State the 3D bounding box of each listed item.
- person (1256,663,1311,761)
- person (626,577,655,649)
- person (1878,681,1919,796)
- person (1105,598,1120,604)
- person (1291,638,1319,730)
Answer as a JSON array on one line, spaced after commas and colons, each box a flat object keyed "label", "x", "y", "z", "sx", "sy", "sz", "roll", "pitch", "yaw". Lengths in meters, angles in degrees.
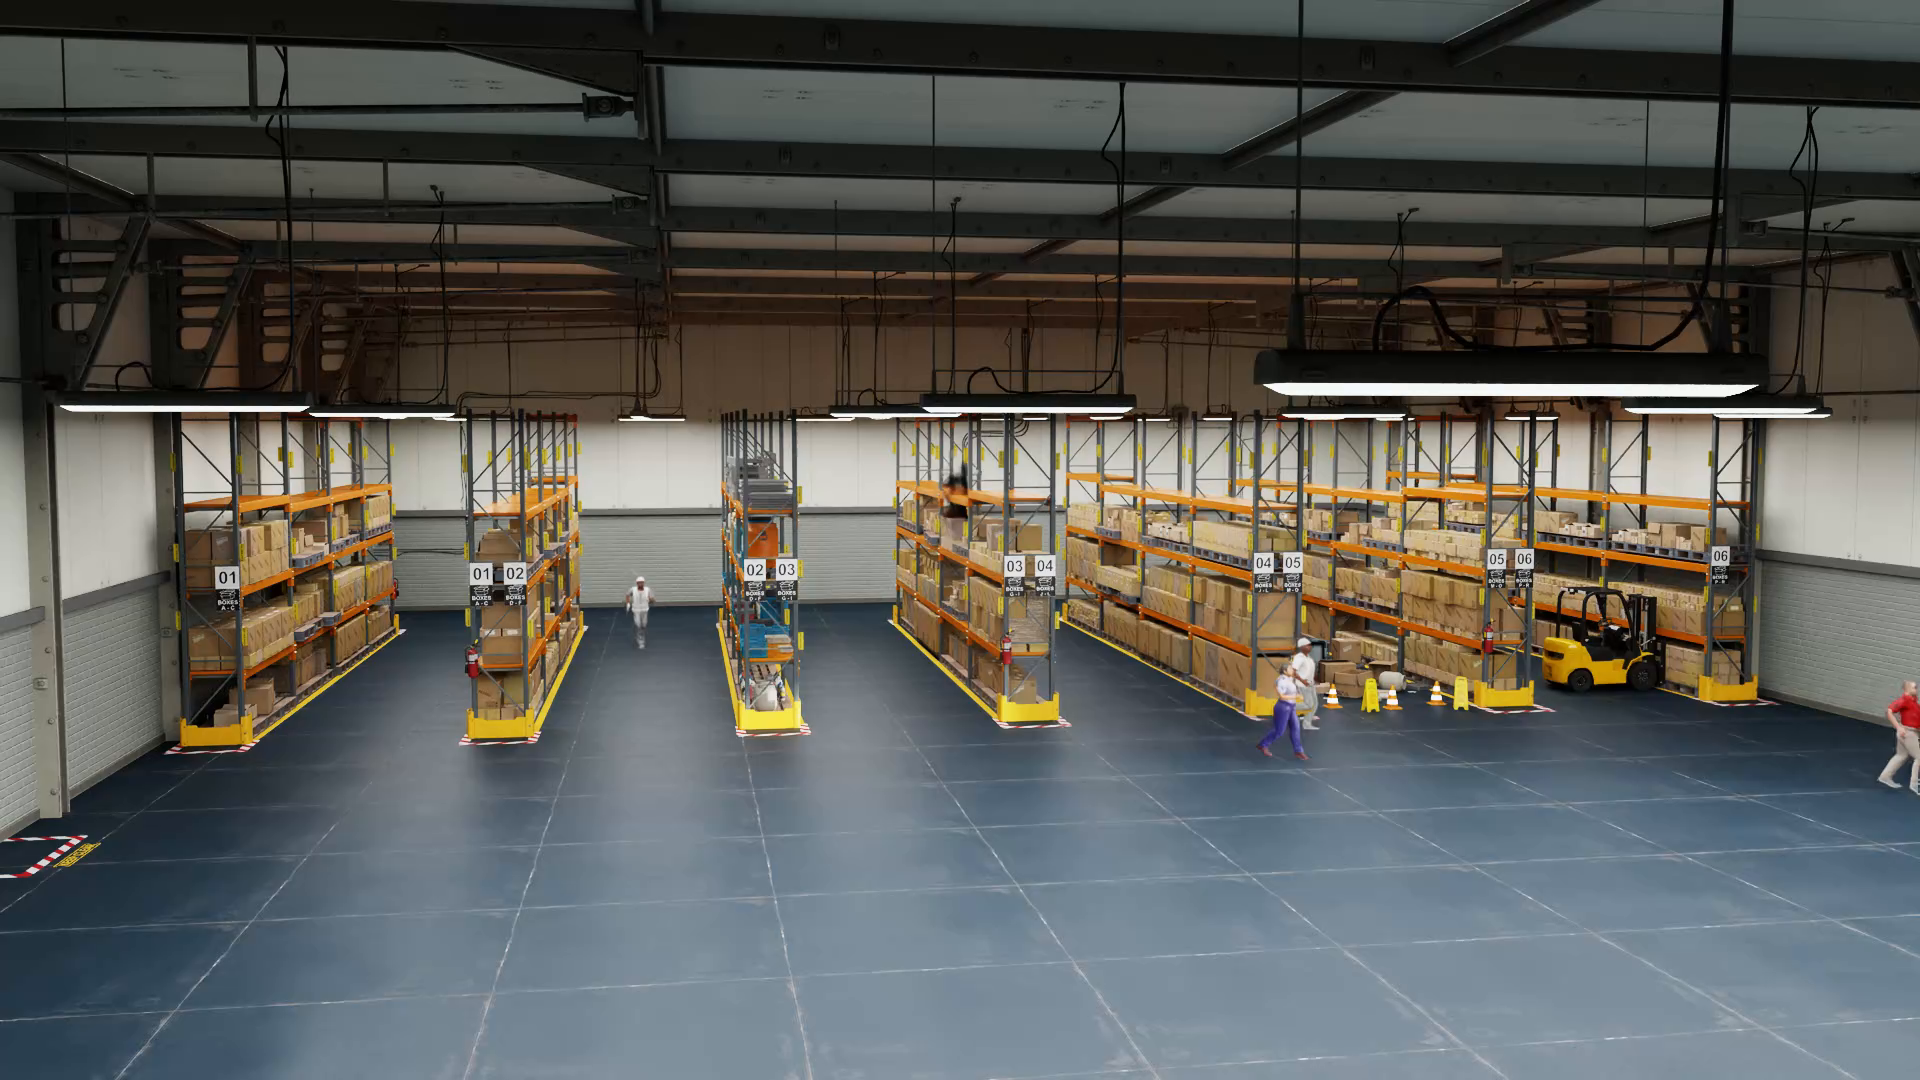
[{"label": "person", "x": 5.502, "y": 2.922, "z": 28.273, "sx": 0.905, "sy": 1.659, "sz": 0.606, "roll": 2, "pitch": 4, "yaw": 27}, {"label": "person", "x": -8.168, "y": 1.834, "z": 42.562, "sx": 0.674, "sy": 1.802, "sz": 0.957, "roll": -2, "pitch": 4, "yaw": -21}, {"label": "person", "x": 14.677, "y": 3.076, "z": 25.729, "sx": 0.778, "sy": 1.805, "sz": 0.638, "roll": 3, "pitch": 5, "yaw": 35}, {"label": "person", "x": 4.518, "y": 1.452, "z": 49.372, "sx": 0.855, "sy": 1.647, "sz": 0.642, "roll": 3, "pitch": 5, "yaw": 38}, {"label": "person", "x": 6.415, "y": 2.694, "z": 31.127, "sx": 0.672, "sy": 1.727, "sz": 0.703, "roll": 2, "pitch": 5, "yaw": 31}]
